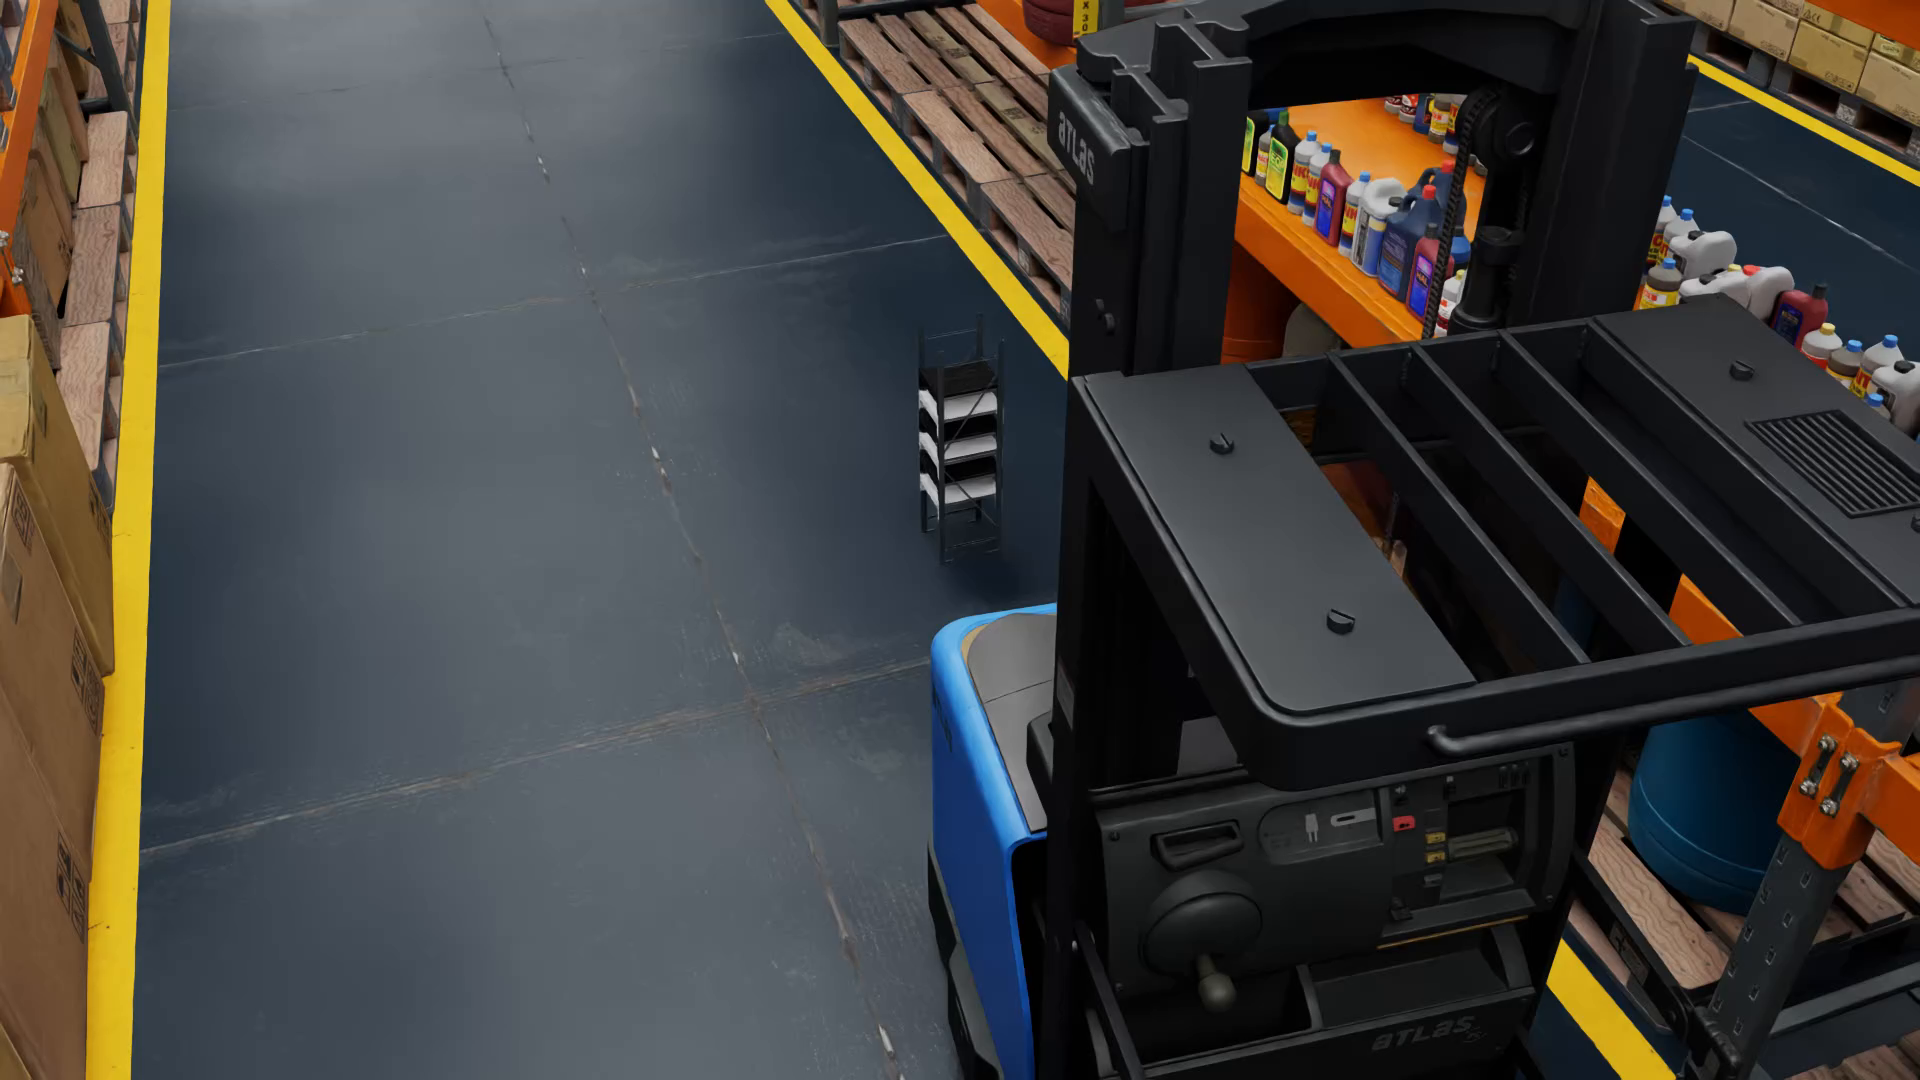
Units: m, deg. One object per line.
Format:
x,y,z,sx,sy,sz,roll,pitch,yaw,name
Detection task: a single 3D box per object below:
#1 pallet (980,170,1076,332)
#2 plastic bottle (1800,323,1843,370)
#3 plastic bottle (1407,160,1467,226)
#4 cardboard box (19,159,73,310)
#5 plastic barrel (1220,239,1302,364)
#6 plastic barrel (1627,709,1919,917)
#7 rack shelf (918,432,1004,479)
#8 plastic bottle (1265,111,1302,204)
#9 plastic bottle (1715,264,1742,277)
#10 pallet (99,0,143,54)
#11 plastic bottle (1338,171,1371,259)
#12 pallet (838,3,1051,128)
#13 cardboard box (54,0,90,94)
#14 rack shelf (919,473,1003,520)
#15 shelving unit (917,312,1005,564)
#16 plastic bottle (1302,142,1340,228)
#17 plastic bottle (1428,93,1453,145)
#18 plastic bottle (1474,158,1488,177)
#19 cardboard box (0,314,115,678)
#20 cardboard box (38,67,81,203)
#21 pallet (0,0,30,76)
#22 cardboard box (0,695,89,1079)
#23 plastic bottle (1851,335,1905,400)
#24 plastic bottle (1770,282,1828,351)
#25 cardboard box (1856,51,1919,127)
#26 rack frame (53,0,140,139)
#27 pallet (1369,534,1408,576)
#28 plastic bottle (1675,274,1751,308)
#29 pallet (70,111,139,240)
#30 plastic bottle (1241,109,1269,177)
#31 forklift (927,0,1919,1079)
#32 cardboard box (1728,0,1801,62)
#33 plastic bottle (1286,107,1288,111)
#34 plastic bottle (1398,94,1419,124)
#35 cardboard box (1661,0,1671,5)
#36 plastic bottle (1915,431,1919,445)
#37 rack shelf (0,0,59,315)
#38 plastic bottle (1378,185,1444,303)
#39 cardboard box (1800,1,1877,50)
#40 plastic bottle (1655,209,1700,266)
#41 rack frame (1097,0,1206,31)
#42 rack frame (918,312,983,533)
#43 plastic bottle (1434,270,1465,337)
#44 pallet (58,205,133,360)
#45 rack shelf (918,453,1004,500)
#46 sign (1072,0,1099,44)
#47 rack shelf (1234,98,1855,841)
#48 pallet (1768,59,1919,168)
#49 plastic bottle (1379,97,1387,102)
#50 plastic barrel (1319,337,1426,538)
0.767,-1.445,7.993,1.003,0.211,1.213,-12,39,-16,pallet
2.365,-0.502,4.589,0.097,0.201,0.097,0,37,0,plastic bottle
1.468,-1.015,5.145,0.144,0.351,0.185,-12,39,-16,plastic bottle
-4.307,-1.269,7.153,0.700,0.500,0.500,-9,38,-12,cardboard box
1.182,-1.141,6.726,0.600,0.830,0.708,-12,39,-16,plastic barrel
2.203,0.506,4.480,0.600,0.901,0.708,-12,39,-16,plastic barrel
0.003,-0.328,5.993,0.258,0.077,0.200,-12,39,-16,rack shelf
1.085,-1.278,5.551,0.061,0.283,0.133,-12,39,-16,plastic bottle
2.240,-0.709,4.863,0.097,0.201,0.097,0,37,0,plastic bottle
-5.717,-3.296,10.450,1.003,0.211,1.213,-12,39,-16,pallet
1.254,-1.027,5.227,0.097,0.271,0.097,0,37,0,plastic bottle
-0.072,-2.823,9.823,1.003,0.211,1.213,-12,39,-16,pallet
-5.130,-2.751,9.137,0.500,0.500,0.500,-14,39,-17,cardboard box
0.003,-0.184,6.102,0.258,0.077,0.200,-12,39,-16,rack shelf
0.003,-0.355,5.973,0.258,0.900,0.210,-12,39,-16,shelving unit
1.175,-1.157,5.400,0.097,0.271,0.097,0,37,0,plastic bottle
1.740,-1.529,5.952,0.097,0.201,0.097,0,37,0,plastic bottle
1.840,-1.364,5.733,0.097,0.201,0.097,0,37,0,plastic bottle
-3.435,-0.012,5.190,1.225,0.875,0.875,-14,39,-18,cardboard box
-4.692,-1.900,7.991,0.700,0.500,0.500,-13,39,-16,cardboard box
-4.373,-2.121,6.732,1.003,0.211,1.213,-12,39,-16,pallet
-2.824,0.991,3.858,1.225,0.875,0.875,-14,39,-18,cardboard box
2.432,-0.420,4.422,0.097,0.271,0.097,0,37,0,plastic bottle
2.343,-0.604,4.656,0.061,0.283,0.133,-12,39,-16,plastic bottle
5.239,-2.453,8.949,0.500,0.250,0.500,-12,39,-15,cardboard box
-5.030,-3.347,8.201,1.000,3.000,0.127,-12,39,-16,rack frame
1.724,0.126,5.908,1.003,0.211,1.213,-12,39,-16,pallet
2.111,-0.636,4.704,0.152,0.276,0.135,-12,39,-16,plastic bottle
-4.760,-1.794,8.456,1.003,0.211,1.213,-12,39,-16,pallet
1.005,-1.409,5.724,0.061,0.283,0.133,-12,39,-16,plastic bottle
0.760,0.682,2.908,1.130,2.935,3.031,-8,38,-11,forklift
4.889,-3.028,9.713,0.500,0.250,0.500,-12,39,-15,cardboard box
1.113,-1.497,5.910,0.097,0.201,0.097,0,37,0,plastic bottle
1.673,-1.639,6.098,0.097,0.201,0.097,0,37,0,plastic bottle
4.535,-3.605,10.480,0.500,0.250,0.500,-14,39,-17,cardboard box
2.512,-0.289,4.248,0.097,0.271,0.097,0,37,0,plastic bottle
-4.341,-1.930,6.917,1.077,0.370,4.000,-12,39,-16,rack shelf
1.371,-0.907,5.003,0.144,0.351,0.185,-12,39,-16,plastic bottle
5.053,-2.967,9.166,0.500,0.311,0.500,-13,39,-17,cardboard box
2.160,-0.868,5.016,0.097,0.271,0.097,0,37,0,plastic bottle
0.997,-2.113,6.562,1.000,3.000,0.127,-12,39,-16,rack frame
-0.032,-0.412,6.049,0.240,0.900,0.006,-12,39,-16,rack frame
1.444,-0.688,4.835,0.097,0.201,0.097,0,37,0,plastic bottle
-4.337,-1.103,7.540,1.003,0.211,1.213,-12,39,-16,pallet
0.003,-0.256,6.047,0.258,0.077,0.200,-12,39,-16,rack shelf
0.483,-2.060,6.356,0.100,0.325,0.005,-12,39,-16,sign
1.686,-0.696,5.279,1.077,0.370,4.000,-12,39,-16,rack shelf
5.403,-2.496,9.388,1.003,0.211,1.213,-12,39,-16,pallet
1.617,-1.796,6.238,0.061,0.283,0.133,-12,39,-16,plastic bottle
1.570,-0.407,5.952,0.600,0.588,0.708,-12,39,-16,plastic barrel
